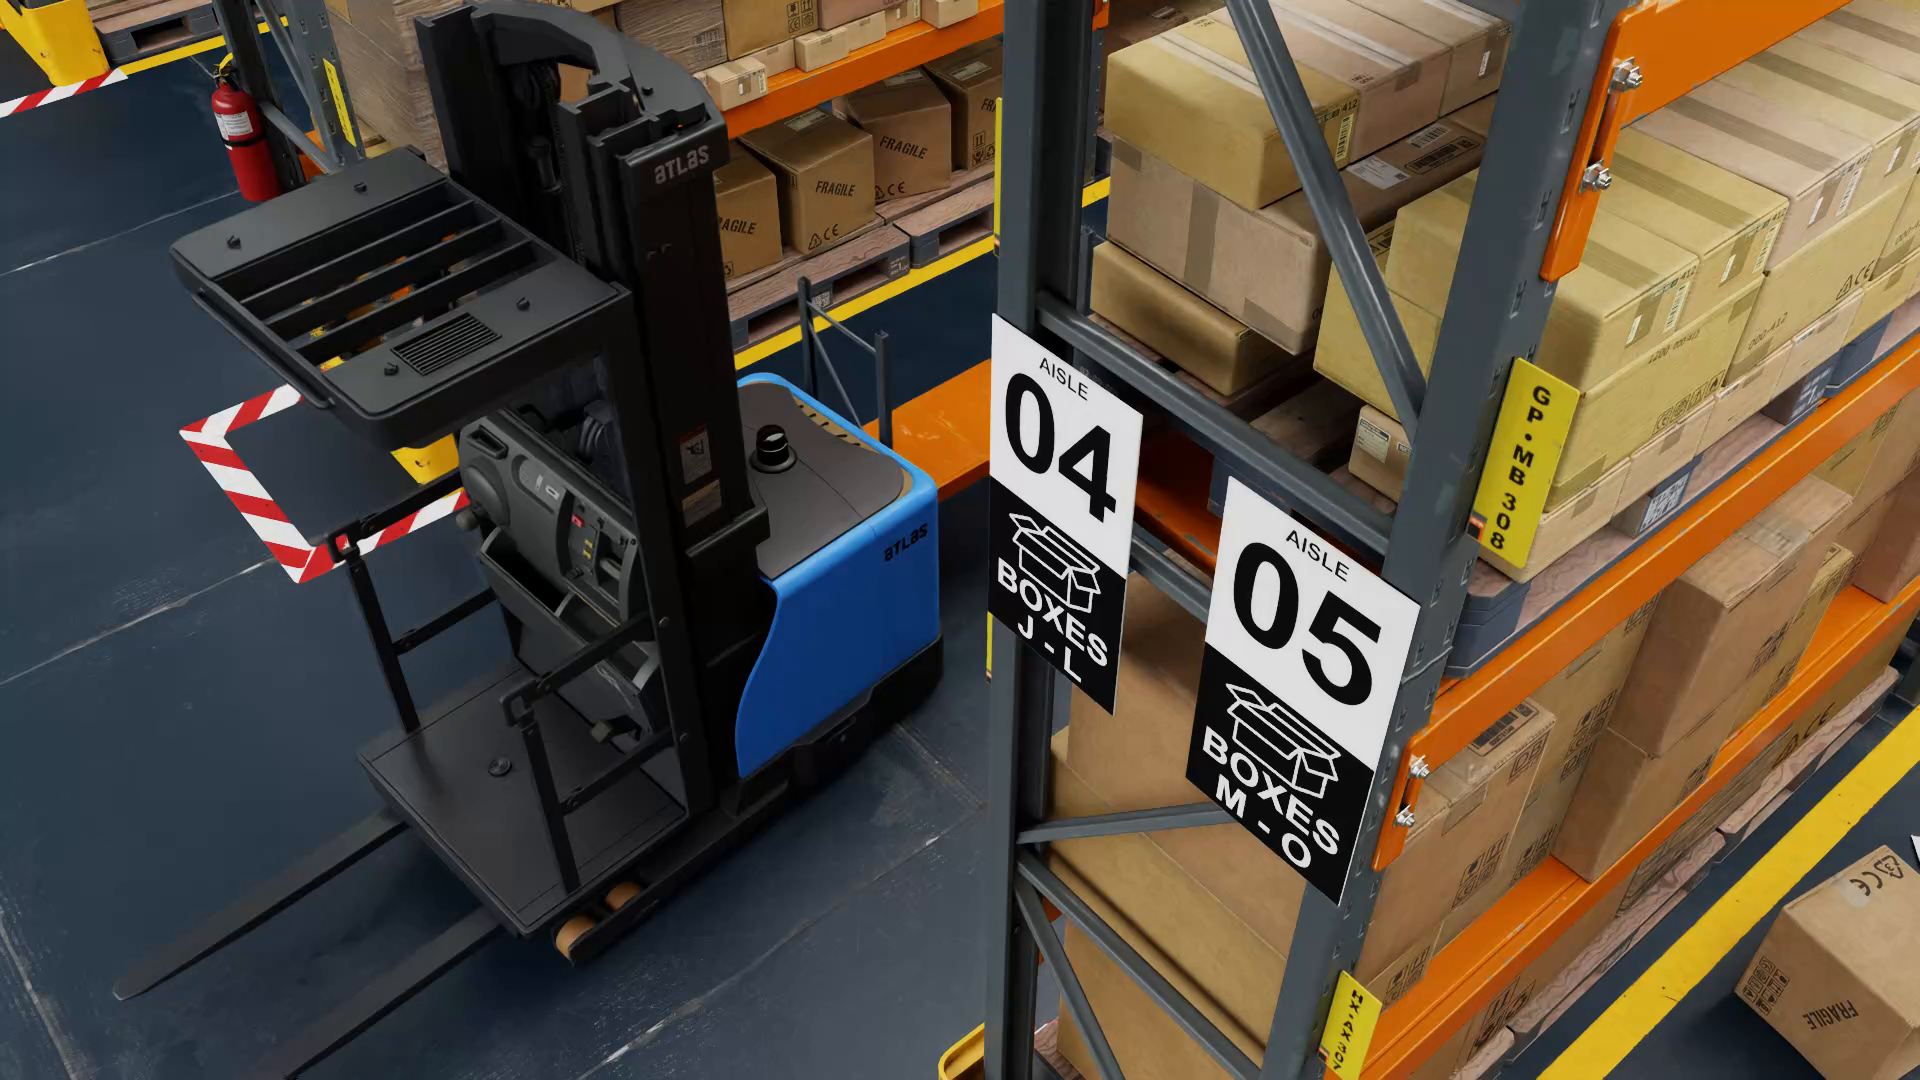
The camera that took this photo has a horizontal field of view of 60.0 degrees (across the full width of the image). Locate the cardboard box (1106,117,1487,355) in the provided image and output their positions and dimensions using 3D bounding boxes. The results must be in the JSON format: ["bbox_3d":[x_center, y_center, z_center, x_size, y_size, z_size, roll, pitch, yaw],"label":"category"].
[{"bbox_3d":[0.631,-0.654,3.131,0.500,0.250,0.500,-29,50,-27],"label":"cardboard box"}]

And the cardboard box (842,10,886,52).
[{"bbox_3d":[-0.569,-2.498,7.956,0.250,0.149,0.380,-30,51,-28],"label":"cardboard box"}]

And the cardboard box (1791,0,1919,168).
[{"bbox_3d":[1.675,-0.863,3.062,0.250,0.149,0.380,-31,51,-29],"label":"cardboard box"}]

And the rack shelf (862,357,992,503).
[{"bbox_3d":[-0.044,-0.398,6.894,1.000,0.185,0.538,-31,51,-29],"label":"rack shelf"}]

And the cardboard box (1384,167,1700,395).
[{"bbox_3d":[0.895,-0.417,2.587,0.250,0.149,0.380,-29,50,-27],"label":"cardboard box"}]

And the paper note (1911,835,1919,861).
[{"bbox_3d":[3.568,1.140,6.067,0.147,0.020,0.142,7,44,7],"label":"paper note"}]

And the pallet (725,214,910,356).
[{"bbox_3d":[-1.031,-1.493,8.739,1.213,0.211,1.003,-30,51,-28],"label":"pallet"}]

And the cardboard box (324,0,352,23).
[{"bbox_3d":[-2.407,-2.485,6.738,0.500,0.500,0.500,-30,51,-28],"label":"cardboard box"}]

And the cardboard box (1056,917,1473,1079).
[{"bbox_3d":[0.913,1.333,4.938,0.875,0.875,0.875,-29,51,-28],"label":"cardboard box"}]

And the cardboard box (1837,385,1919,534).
[{"bbox_3d":[2.348,-0.549,4.799,0.550,0.550,0.875,-30,51,-28],"label":"cardboard box"}]

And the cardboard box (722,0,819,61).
[{"bbox_3d":[-1.122,-2.670,7.665,0.500,0.500,0.875,-30,51,-28],"label":"cardboard box"}]

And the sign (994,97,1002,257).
[{"bbox_3d":[0.097,-0.634,3.008,0.005,0.325,0.100,-30,51,-28],"label":"sign"}]

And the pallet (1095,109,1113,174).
[{"bbox_3d":[0.994,-2.688,10.012,1.213,0.211,1.003,-30,51,-28],"label":"pallet"}]

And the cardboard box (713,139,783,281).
[{"bbox_3d":[-1.251,-1.658,8.397,0.500,0.500,0.500,-25,49,-24],"label":"cardboard box"}]

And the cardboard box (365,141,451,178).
[{"bbox_3d":[-2.298,-1.513,6.907,0.250,0.149,0.380,-30,51,-28],"label":"cardboard box"}]

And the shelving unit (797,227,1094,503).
[{"bbox_3d":[-0.038,-0.533,6.775,1.083,1.500,0.587,-31,51,-29],"label":"shelving unit"}]

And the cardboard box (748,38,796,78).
[{"bbox_3d":[-0.979,-2.301,7.746,0.250,0.149,0.380,-30,51,-28],"label":"cardboard box"}]

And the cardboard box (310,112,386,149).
[{"bbox_3d":[-2.584,-1.747,7.156,0.250,0.149,0.380,-30,51,-28],"label":"cardboard box"}]

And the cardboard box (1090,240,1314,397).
[{"bbox_3d":[0.472,-0.471,3.227,0.250,0.149,0.380,-30,51,-28],"label":"cardboard box"}]

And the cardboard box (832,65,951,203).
[{"bbox_3d":[-0.369,-2.193,8.967,0.500,0.500,0.500,-15,45,-16],"label":"cardboard box"}]

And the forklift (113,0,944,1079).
[{"bbox_3d":[-1.460,-0.015,5.178,1.130,2.935,3.031,34,53,31],"label":"forklift"}]

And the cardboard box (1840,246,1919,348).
[{"bbox_3d":[1.678,-0.573,3.335,0.250,0.149,0.380,-30,51,-28],"label":"cardboard box"}]

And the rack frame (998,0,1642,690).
[{"bbox_3d":[0.435,-1.143,1.947,0.127,3.000,1.000,-30,51,-28],"label":"rack frame"}]

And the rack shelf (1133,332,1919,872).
[{"bbox_3d":[1.969,-0.665,4.155,4.000,0.370,1.077,-30,51,-28],"label":"rack shelf"}]

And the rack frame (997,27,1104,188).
[{"bbox_3d":[0.398,-3.362,8.692,0.127,3.000,1.000,-30,51,-28],"label":"rack frame"}]

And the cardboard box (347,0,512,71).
[{"bbox_3d":[-2.073,-2.213,6.448,0.500,0.500,0.500,-30,51,-28],"label":"cardboard box"}]

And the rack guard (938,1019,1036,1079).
[{"bbox_3d":[0.416,1.966,4.845,0.348,0.500,1.175,-30,51,-28],"label":"rack guard"}]

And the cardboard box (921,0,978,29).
[{"bbox_3d":[-0.126,-2.670,8.139,0.250,0.149,0.380,-30,51,-28],"label":"cardboard box"}]

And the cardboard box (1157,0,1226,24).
[{"bbox_3d":[1.261,-3.069,9.885,0.500,0.500,0.700,-30,51,-28],"label":"cardboard box"}]

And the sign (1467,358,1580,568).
[{"bbox_3d":[0.786,-0.103,2.334,0.005,0.325,0.100,-30,51,-28],"label":"sign"}]

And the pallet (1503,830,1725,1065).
[{"bbox_3d":[1.933,1.135,5.941,1.213,0.211,1.003,-30,51,-28],"label":"pallet"}]

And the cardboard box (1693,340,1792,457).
[{"bbox_3d":[1.291,-0.351,3.099,0.250,0.149,0.380,-30,51,-28],"label":"cardboard box"}]

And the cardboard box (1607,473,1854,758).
[{"bbox_3d":[1.624,-0.011,4.226,0.550,0.550,0.875,-30,51,-28],"label":"cardboard box"}]

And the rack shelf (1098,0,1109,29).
[{"bbox_3d":[1.932,-3.978,9.874,4.000,0.370,1.077,-30,51,-28],"label":"rack shelf"}]

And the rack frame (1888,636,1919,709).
[{"bbox_3d":[3.503,-0.713,5.871,0.127,3.000,1.000,-30,51,-28],"label":"rack frame"}]

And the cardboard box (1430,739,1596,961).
[{"bbox_3d":[1.098,0.550,4.418,0.550,0.550,0.875,-30,51,-28],"label":"cardboard box"}]

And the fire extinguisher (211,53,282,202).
[{"bbox_3d":[-3.053,-1.768,7.052,0.183,0.674,0.296,-30,51,-28],"label":"fire extinguisher"}]

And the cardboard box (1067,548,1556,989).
[{"bbox_3d":[0.744,0.453,3.732,0.550,0.550,0.875,-30,51,-28],"label":"cardboard box"}]

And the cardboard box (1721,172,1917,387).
[{"bbox_3d":[1.358,-0.593,3.066,0.500,0.250,0.500,-30,51,-28],"label":"cardboard box"}]

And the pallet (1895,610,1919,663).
[{"bbox_3d":[4.047,-0.075,7.229,1.213,0.211,1.003,-30,51,-28],"label":"pallet"}]

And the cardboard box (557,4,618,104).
[{"bbox_3d":[-1.924,-2.259,7.228,0.500,0.500,0.875,-30,51,-28],"label":"cardboard box"}]

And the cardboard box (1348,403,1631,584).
[{"bbox_3d":[0.904,-0.129,2.863,0.250,0.149,0.380,-29,51,-28],"label":"cardboard box"}]

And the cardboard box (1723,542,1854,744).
[{"bbox_3d":[1.988,0.115,4.880,0.500,0.550,0.875,-30,51,-28],"label":"cardboard box"}]

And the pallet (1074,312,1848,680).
[{"bbox_3d":[0.997,-0.348,3.357,1.213,0.211,1.003,-30,51,-28],"label":"pallet"}]

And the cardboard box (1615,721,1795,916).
[{"bbox_3d":[2.287,0.546,5.776,0.875,0.875,0.875,-29,51,-28],"label":"cardboard box"}]

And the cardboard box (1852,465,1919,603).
[{"bbox_3d":[2.820,-0.346,5.371,0.550,0.550,0.875,-30,51,-28],"label":"cardboard box"}]

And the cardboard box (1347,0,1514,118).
[{"bbox_3d":[0.865,-0.985,3.192,0.250,0.149,0.380,-29,50,-27],"label":"cardboard box"}]

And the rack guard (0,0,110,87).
[{"bbox_3d":[-5.820,-3.353,10.508,0.348,0.500,1.175,-30,51,-28],"label":"rack guard"}]

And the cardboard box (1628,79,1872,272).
[{"bbox_3d":[1.284,-0.639,2.824,0.250,0.149,0.380,-30,51,-28],"label":"cardboard box"}]

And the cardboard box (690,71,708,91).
[{"bbox_3d":[-1.344,-2.066,7.496,0.250,0.149,0.380,-30,51,-28],"label":"cardboard box"}]

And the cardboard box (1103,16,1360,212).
[{"bbox_3d":[0.475,-0.764,2.956,0.250,0.149,0.380,-29,51,-28],"label":"cardboard box"}]

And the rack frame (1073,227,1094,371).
[{"bbox_3d":[0.338,-0.758,7.015,0.032,1.500,0.500,-31,51,-29],"label":"rack frame"}]

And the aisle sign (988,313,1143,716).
[{"bbox_3d":[0.188,-0.030,3.245,0.004,0.787,0.394,-30,51,-28],"label":"aisle sign"}]
